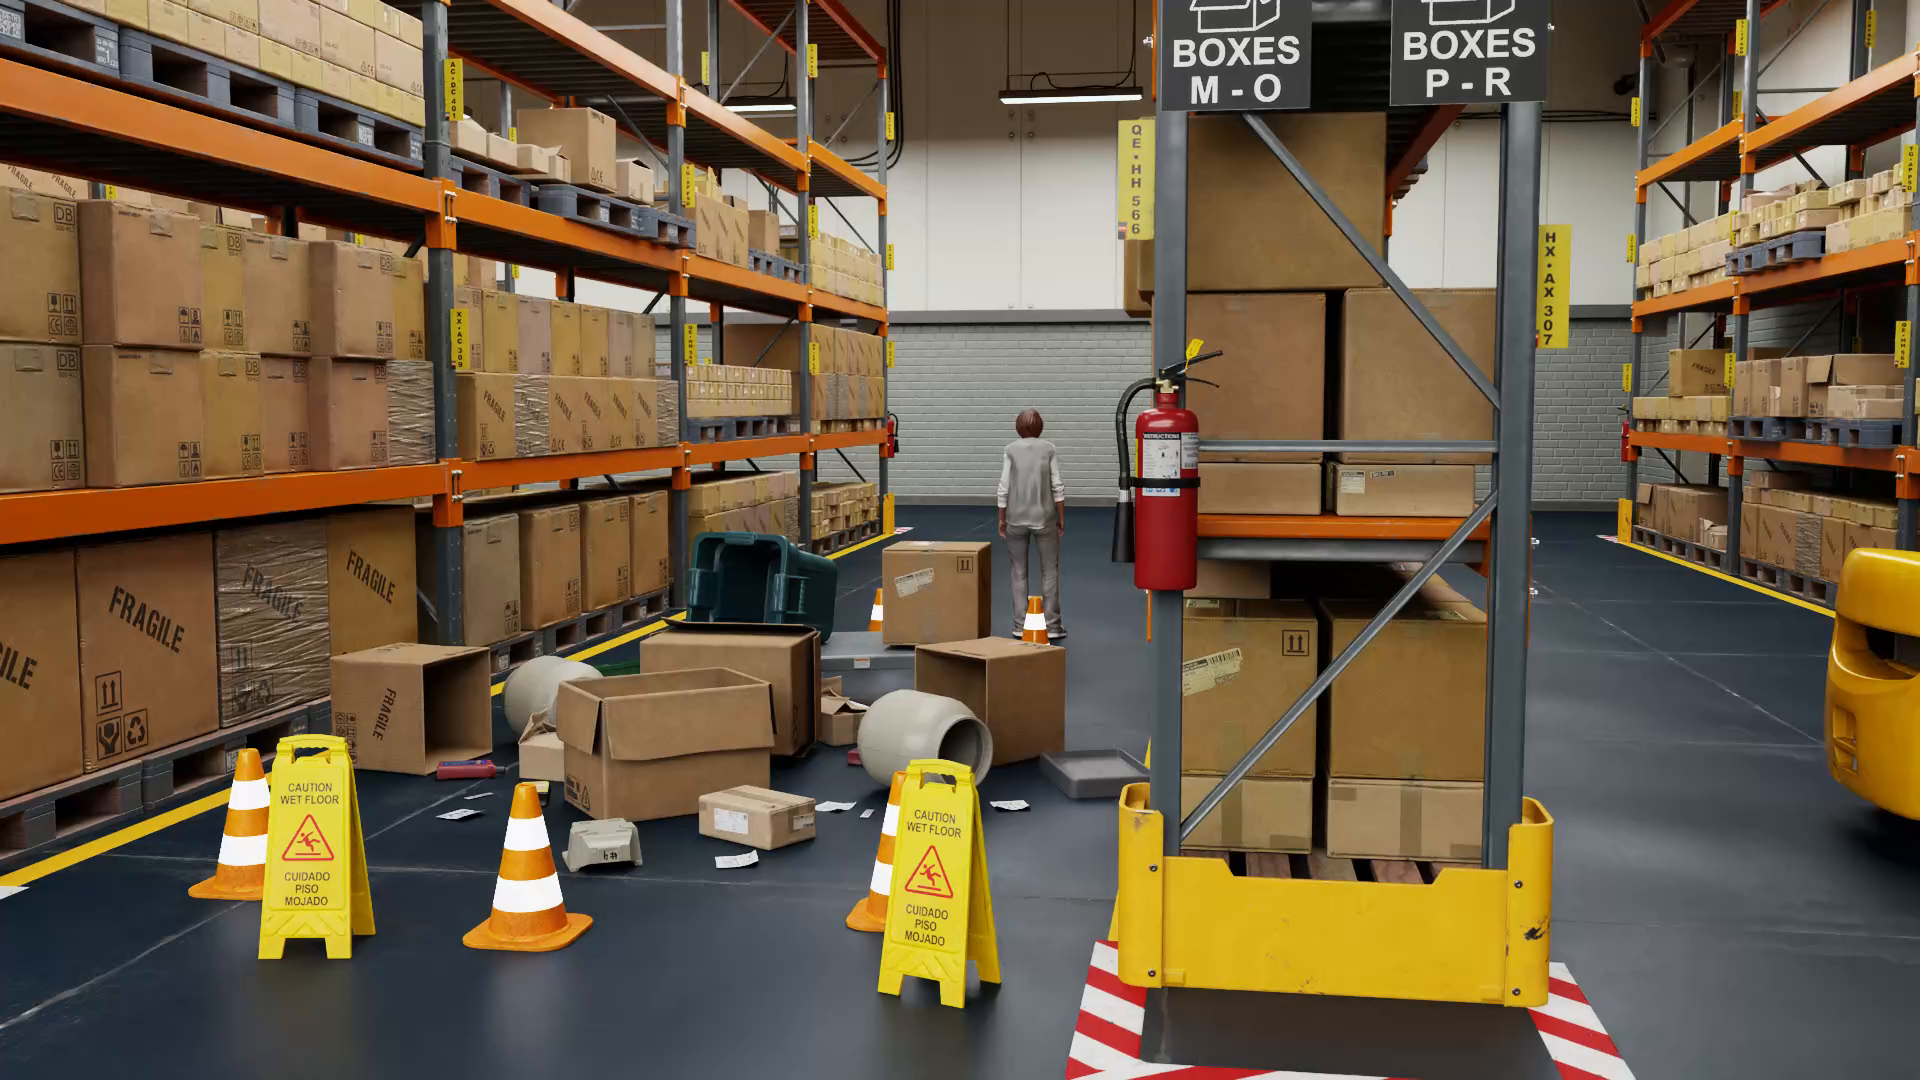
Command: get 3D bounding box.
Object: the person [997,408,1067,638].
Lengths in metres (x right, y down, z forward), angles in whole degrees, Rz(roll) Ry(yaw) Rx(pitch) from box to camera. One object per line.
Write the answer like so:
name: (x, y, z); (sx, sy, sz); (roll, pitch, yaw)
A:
person: (0.502, -0.116, 11.533); (0.484, 1.594, 0.369); (0, 5, 6)
